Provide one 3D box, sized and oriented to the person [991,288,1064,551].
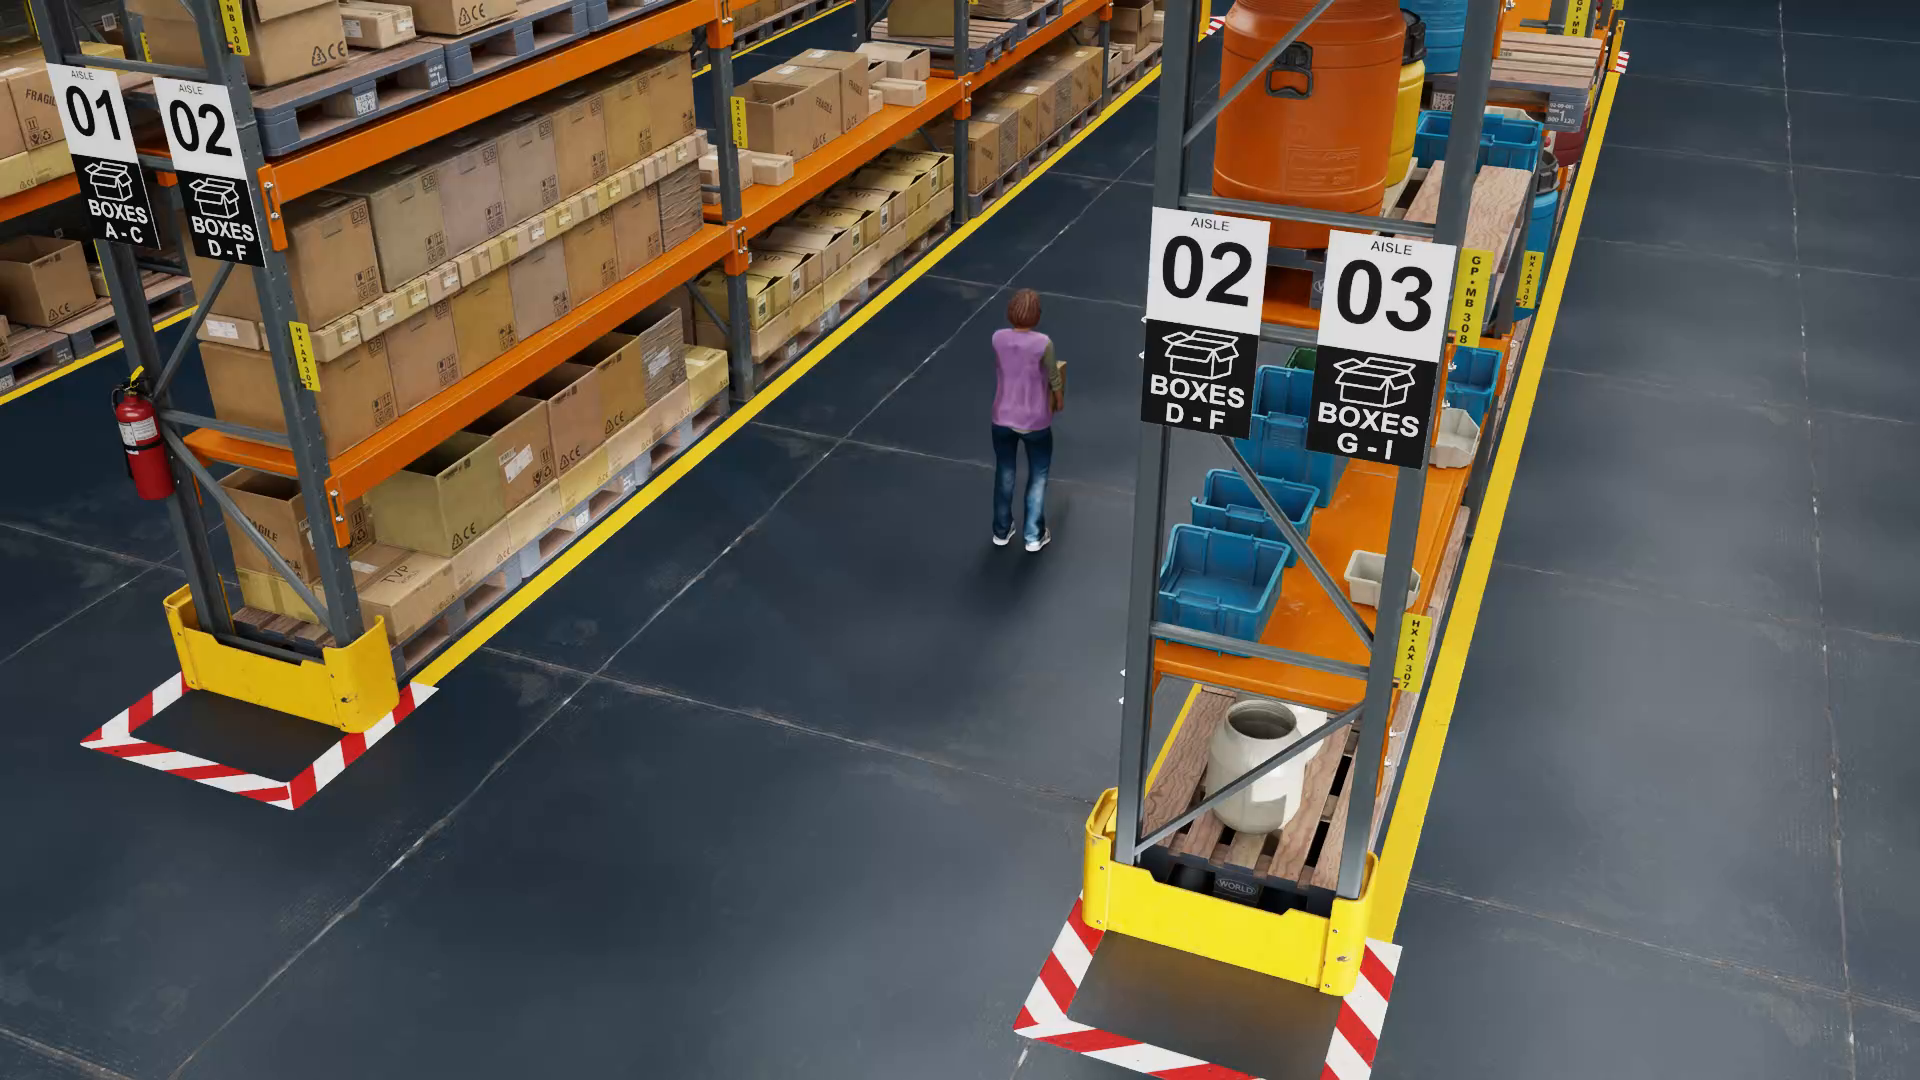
[{"bbox_3d":[0.384,-0.715,9.638,0.375,1.598,0.508,11,32,18],"label":"person"}]
